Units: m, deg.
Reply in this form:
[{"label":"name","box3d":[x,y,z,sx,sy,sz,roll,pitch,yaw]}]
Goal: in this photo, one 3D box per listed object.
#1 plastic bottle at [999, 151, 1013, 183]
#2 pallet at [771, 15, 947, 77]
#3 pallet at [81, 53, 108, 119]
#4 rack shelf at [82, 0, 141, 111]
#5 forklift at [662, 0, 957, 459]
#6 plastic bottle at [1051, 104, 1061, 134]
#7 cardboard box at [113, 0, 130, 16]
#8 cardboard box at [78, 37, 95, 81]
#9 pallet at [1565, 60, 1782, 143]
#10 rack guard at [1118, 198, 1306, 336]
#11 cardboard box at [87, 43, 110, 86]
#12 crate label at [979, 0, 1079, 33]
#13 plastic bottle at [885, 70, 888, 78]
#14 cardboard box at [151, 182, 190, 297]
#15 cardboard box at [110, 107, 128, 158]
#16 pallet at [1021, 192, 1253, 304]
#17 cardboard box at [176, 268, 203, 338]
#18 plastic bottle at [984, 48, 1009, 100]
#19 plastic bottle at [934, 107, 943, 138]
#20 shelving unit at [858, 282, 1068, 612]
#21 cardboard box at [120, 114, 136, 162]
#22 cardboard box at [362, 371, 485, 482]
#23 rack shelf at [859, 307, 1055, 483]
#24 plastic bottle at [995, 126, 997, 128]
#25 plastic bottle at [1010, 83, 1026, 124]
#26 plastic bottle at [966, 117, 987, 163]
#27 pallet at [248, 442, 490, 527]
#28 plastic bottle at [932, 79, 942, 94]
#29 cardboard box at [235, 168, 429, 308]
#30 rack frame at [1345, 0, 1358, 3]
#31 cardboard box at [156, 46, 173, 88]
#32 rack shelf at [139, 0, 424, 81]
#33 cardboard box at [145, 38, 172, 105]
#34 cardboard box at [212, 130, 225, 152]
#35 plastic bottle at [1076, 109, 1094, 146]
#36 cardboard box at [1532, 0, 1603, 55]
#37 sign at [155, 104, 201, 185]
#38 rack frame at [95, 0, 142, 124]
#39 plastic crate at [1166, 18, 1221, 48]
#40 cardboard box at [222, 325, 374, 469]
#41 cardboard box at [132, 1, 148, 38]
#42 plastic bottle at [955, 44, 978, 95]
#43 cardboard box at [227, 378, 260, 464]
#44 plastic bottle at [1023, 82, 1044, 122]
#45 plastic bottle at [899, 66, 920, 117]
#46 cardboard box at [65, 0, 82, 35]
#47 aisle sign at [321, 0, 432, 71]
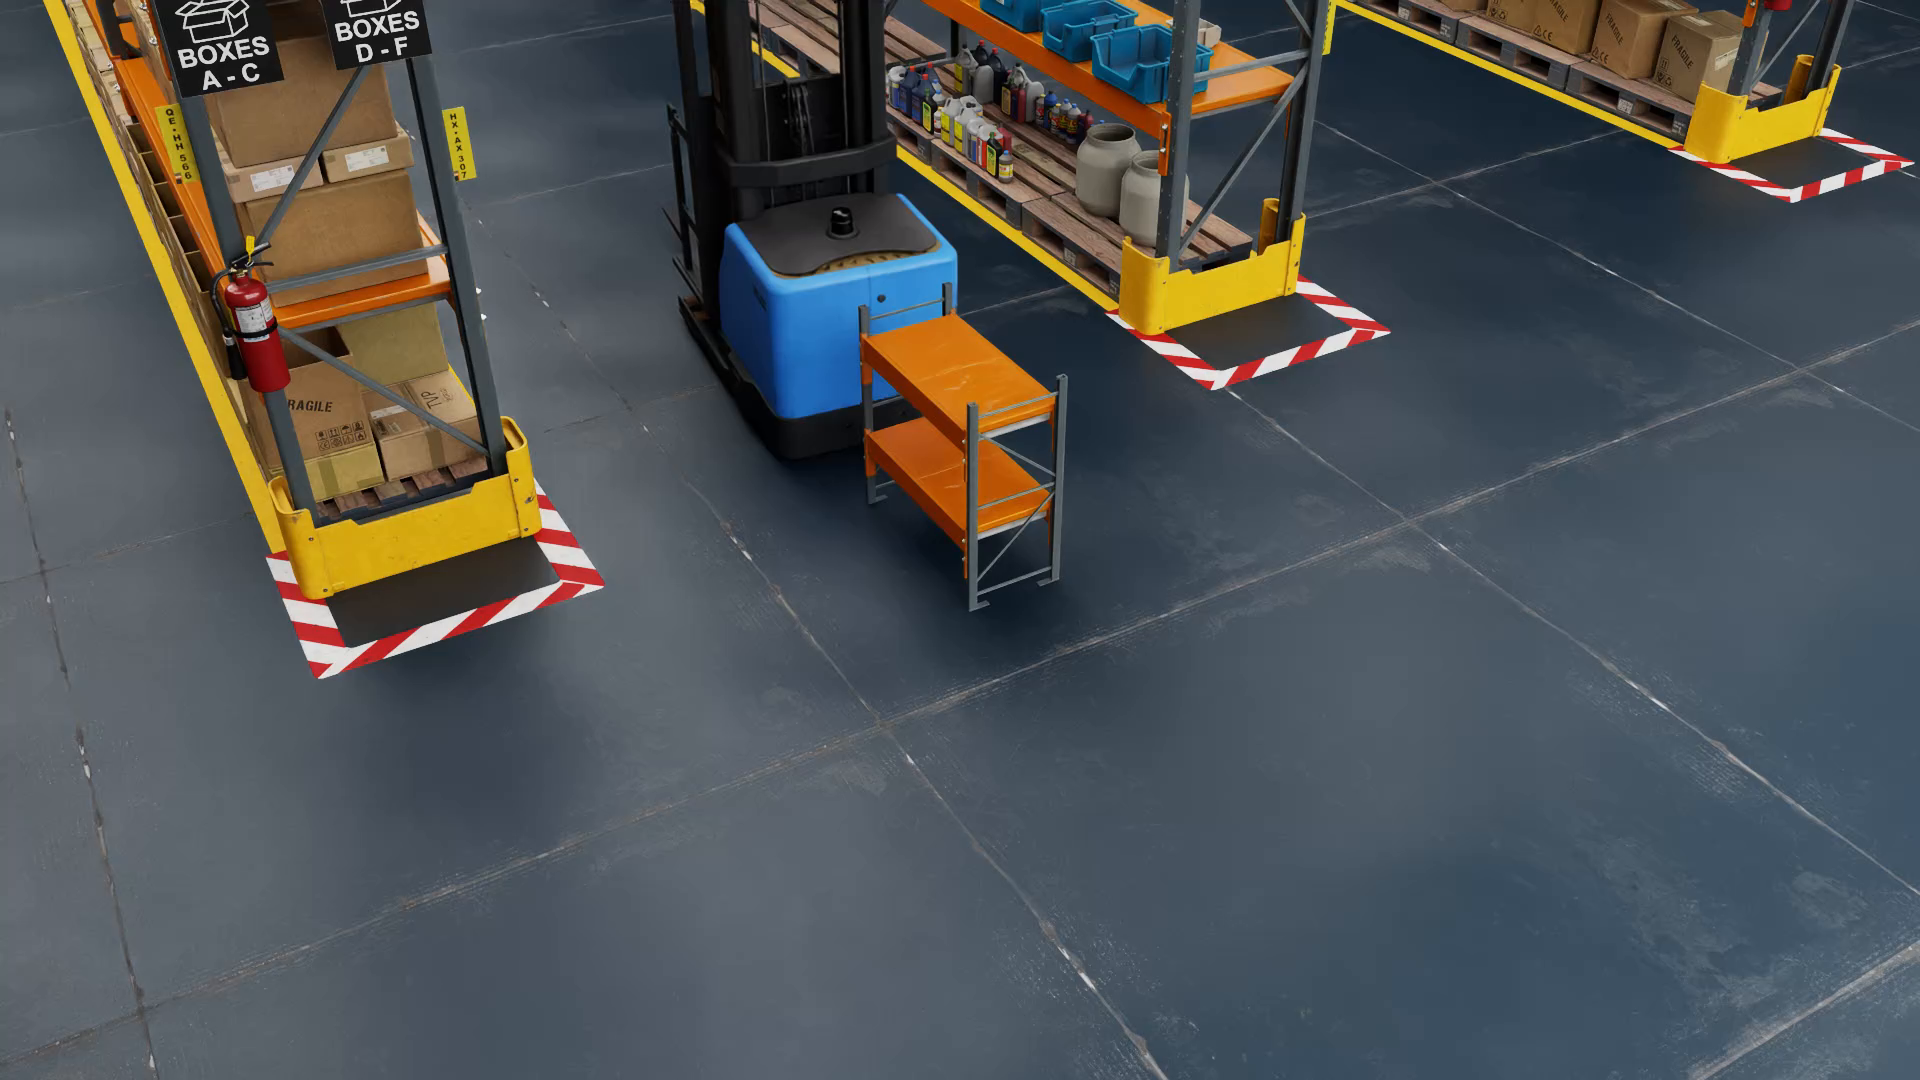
[{"label":"plastic bottle","box3d":[0.308,-2.507,11.139,0.097,0.201,0.097,0,36,0]},{"label":"pallet","box3d":[-0.828,-3.955,13.487,1.003,0.211,1.213,-19,40,-24]},{"label":"pallet","box3d":[-6.315,-3.709,13.149,1.003,0.211,1.213,-19,40,-24]},{"label":"rack shelf","box3d":[-5.690,-3.956,11.733,1.077,0.370,4.000,-19,40,-24]},{"label":"forklift","box3d":[-1.045,-2.473,9.150,1.130,2.935,3.031,-14,38,-19]},{"label":"plastic bottle","box3d":[0.696,-2.993,11.805,0.097,0.201,0.097,0,36,0]},{"label":"cardboard box","box3d":[-5.285,-3.566,10.704,0.396,0.266,0.258,-20,41,-25]},{"label":"cardboard box","box3d":[-6.432,-3.715,12.769,0.500,0.250,0.500,-20,41,-25]},{"label":"pallet","box3d":[5.476,-3.458,12.805,1.003,0.211,1.213,-19,40,-24]},{"label":"rack guard","box3d":[1.531,-1.668,10.110,1.175,0.500,0.348,-19,40,-24]},{"label":"cardboard box","box3d":[-5.901,-3.410,11.875,0.500,0.311,0.500,-19,40,-24]},{"label":"crate label","box3d":[0.451,-3.525,10.504,0.502,0.435,0.616,-19,40,-24]},{"label":"plastic bottle","box3d":[-0.568,-3.396,12.356,0.097,0.201,0.097,0,36,0]},{"label":"cardboard box","box3d":[-4.220,-1.749,9.441,0.500,0.500,0.500,-19,40,-24]},{"label":"cardboard box","box3d":[-5.654,-2.931,11.695,0.500,0.250,0.500,-18,40,-23]},{"label":"pallet","box3d":[1.127,-1.967,10.764,1.003,0.211,1.213,-19,40,-24]},{"label":"cardboard box","box3d":[-4.220,-1.446,9.662,0.500,0.250,0.500,-19,40,-24]},{"label":"plastic bottle","box3d":[0.269,-3.460,12.316,0.144,0.351,0.185,-21,41,-26]},{"label":"plastic bottle","box3d":[-0.137,-2.958,11.756,0.097,0.201,0.097,0,36,0]},{"label":"shelving unit","box3d":[-0.003,-0.458,7.923,0.538,1.125,1.048,-19,40,-24]},{"label":"cardboard box","box3d":[-5.136,-2.634,10.813,0.500,0.311,0.500,-19,40,-24]},{"label":"cardboard box","box3d":[-2.752,-0.585,8.483,0.500,0.250,0.500,-19,40,-24]},{"label":"rack shelf","box3d":[-0.003,-0.694,7.750,0.538,0.278,1.000,-19,40,-24]},{"label":"plastic bottle","box3d":[0.234,-2.761,11.486,0.097,0.201,0.097,0,36,0]},{"label":"plastic bottle","box3d":[0.418,-3.152,11.952,0.061,0.283,0.133,-19,40,-24]},{"label":"plastic bottle","box3d":[0.135,-2.744,11.401,0.152,0.276,0.135,-20,41,-25]},{"label":"pallet","box3d":[-3.096,-0.438,8.671,1.003,0.211,1.213,-19,40,-24]},{"label":"plastic bottle","box3d":[-0.176,-3.196,12.022,0.097,0.271,0.097,0,36,0]},{"label":"cardboard box","box3d":[-2.899,-1.469,7.633,0.700,0.500,0.500,-19,40,-24]},{"label":"rack frame","box3d":[3.882,-6.160,14.141,1.000,3.000,0.127,-19,40,-24]},{"label":"cardboard box","box3d":[-3.813,-2.418,8.382,0.380,0.149,0.250,-19,40,-25]},{"label":"rack shelf","box3d":[-3.680,-3.127,8.056,1.077,0.370,4.000,-19,40,-24]},{"label":"cardboard box","box3d":[-4.186,-2.775,9.422,0.700,0.500,0.500,-19,40,-24]},{"label":"cardboard box","box3d":[-3.165,-1.761,7.482,0.380,0.149,0.250,-18,40,-23]},{"label":"plastic bottle","box3d":[0.870,-2.871,11.568,0.061,0.283,0.133,-18,40,-23]},{"label":"cardboard box","box3d":[4.965,-4.223,13.253,0.500,0.500,0.500,-15,39,-20]},{"label":"sign","box3d":[-3.151,-1.596,6.710,0.100,0.325,0.005,-19,40,-24]},{"label":"rack frame","box3d":[-4.685,-3.227,10.125,1.000,3.000,0.127,-19,40,-24]},{"label":"plastic crate","box3d":[1.438,-3.098,10.172,0.298,0.136,0.250,-19,40,-24]},{"label":"cardboard box","box3d":[-3.202,-0.734,8.051,0.500,0.500,0.500,-19,40,-24]},{"label":"cardboard box","box3d":[-4.203,-2.814,8.925,0.380,0.149,0.250,-20,41,-25]},{"label":"plastic bottle","box3d":[0.048,-3.515,12.392,0.144,0.351,0.185,-19,40,-24]},{"label":"cardboard box","box3d":[-3.462,-0.683,8.618,0.500,0.250,0.500,-19,40,-24]},{"label":"plastic bottle","box3d":[0.510,-3.181,11.998,0.152,0.276,0.135,-18,40,-23]},{"label":"plastic bottle","box3d":[-0.353,-3.266,12.051,0.144,0.351,0.185,-18,40,-23]},{"label":"cardboard box","box3d":[-6.685,-4.198,12.954,0.500,0.311,0.500,-18,40,-22]},{"label":"aisle sign","box3d":[-2.377,-2.294,6.643,0.394,0.787,0.004,-19,40,-24]}]
